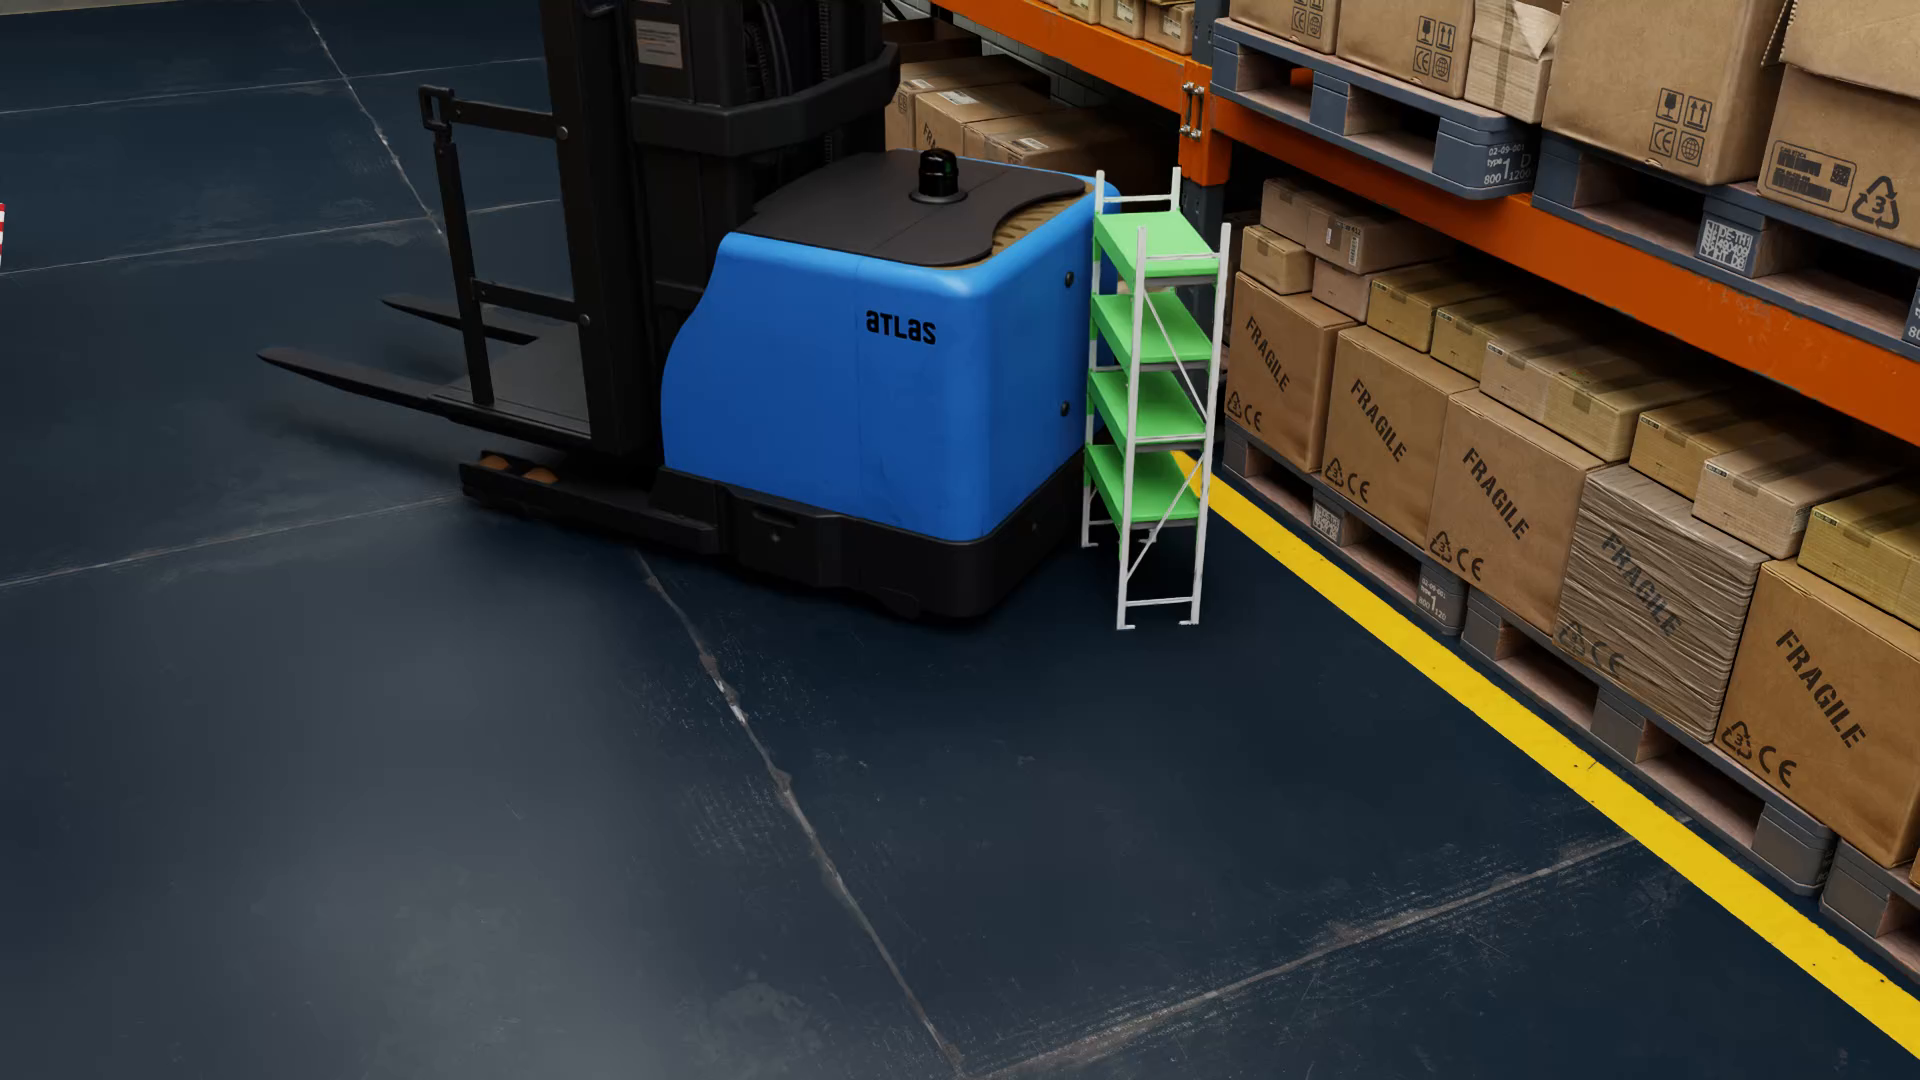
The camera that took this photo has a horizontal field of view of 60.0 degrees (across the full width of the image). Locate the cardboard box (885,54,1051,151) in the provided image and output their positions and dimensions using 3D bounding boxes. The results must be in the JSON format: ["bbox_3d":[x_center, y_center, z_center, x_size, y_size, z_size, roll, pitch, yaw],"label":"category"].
[{"bbox_3d":[-0.004,-1.931,7.754,0.700,0.500,0.500,-12,31,-20],"label":"cardboard box"}]

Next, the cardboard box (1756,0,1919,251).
[{"bbox_3d":[2.054,-0.891,3.237,0.797,0.503,0.637,-14,32,-23],"label":"cardboard box"}]

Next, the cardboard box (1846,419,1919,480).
[{"bbox_3d":[2.376,-0.212,4.024,0.380,0.149,0.250,-13,32,-22],"label":"cardboard box"}]

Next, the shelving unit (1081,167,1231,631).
[{"bbox_3d":[0.535,-0.393,4.723,0.258,1.200,0.503,-4,30,-7],"label":"shelving unit"}]

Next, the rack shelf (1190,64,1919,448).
[{"bbox_3d":[2.063,-0.550,3.900,1.077,0.370,4.000,-13,32,-22],"label":"rack shelf"}]

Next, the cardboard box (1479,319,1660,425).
[{"bbox_3d":[1.631,-0.455,4.458,0.380,0.149,0.250,-13,32,-22],"label":"cardboard box"}]

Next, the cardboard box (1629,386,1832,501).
[{"bbox_3d":[1.878,-0.232,4.060,0.380,0.149,0.250,-13,32,-22],"label":"cardboard box"}]

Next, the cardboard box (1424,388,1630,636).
[{"bbox_3d":[1.657,-0.125,4.532,0.500,0.500,0.500,-14,32,-23],"label":"cardboard box"}]

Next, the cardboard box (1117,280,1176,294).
[{"bbox_3d":[0.700,-0.871,6.223,0.380,0.149,0.250,-14,32,-23],"label":"cardboard box"}]

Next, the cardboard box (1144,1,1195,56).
[{"bbox_3d":[0.840,-1.726,5.517,0.380,0.149,0.250,-13,32,-21],"label":"cardboard box"}]

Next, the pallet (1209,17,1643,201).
[{"bbox_3d":[1.449,-1.288,4.676,1.003,0.211,1.213,-13,32,-22],"label":"pallet"}]

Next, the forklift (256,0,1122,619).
[{"bbox_3d":[-1.046,-1.552,5.020,3.031,2.935,1.130,15,32,24],"label":"forklift"}]

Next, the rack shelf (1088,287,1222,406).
[{"bbox_3d":[0.535,-0.546,4.637,0.258,0.148,0.480,-4,30,-7],"label":"rack shelf"}]

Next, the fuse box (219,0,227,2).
[{"bbox_3d":[-5.476,-4.771,12.009,0.539,1.711,0.414,-13,32,-22],"label":"fuse box"}]

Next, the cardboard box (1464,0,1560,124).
[{"bbox_3d":[1.454,-1.178,3.991,0.396,0.266,0.258,-12,31,-20],"label":"cardboard box"}]

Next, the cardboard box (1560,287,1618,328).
[{"bbox_3d":[1.987,-0.693,4.882,0.380,0.149,0.250,-15,32,-24],"label":"cardboard box"}]

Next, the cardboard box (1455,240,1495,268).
[{"bbox_3d":[1.741,-0.906,5.262,0.380,0.149,0.250,-13,32,-22],"label":"cardboard box"}]

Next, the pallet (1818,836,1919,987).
[{"bbox_3d":[2.635,0.898,3.432,1.003,0.211,1.213,-13,32,-22],"label":"pallet"}]

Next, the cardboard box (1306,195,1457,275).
[{"bbox_3d":[1.273,-0.934,5.007,0.380,0.149,0.250,-15,32,-24],"label":"cardboard box"}]

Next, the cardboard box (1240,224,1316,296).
[{"bbox_3d":[1.118,-0.909,5.267,0.380,0.149,0.250,-12,31,-20],"label":"cardboard box"}]

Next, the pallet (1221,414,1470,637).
[{"bbox_3d":[1.588,-0.180,5.355,1.003,0.211,1.213,-13,32,-22],"label":"pallet"}]

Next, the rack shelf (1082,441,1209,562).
[{"bbox_3d":[0.535,-0.128,4.872,0.258,0.148,0.480,-4,30,-7],"label":"rack shelf"}]

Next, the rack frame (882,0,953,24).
[{"bbox_3d":[-0.513,-3.514,8.450,1.000,3.000,0.127,-13,32,-22],"label":"rack frame"}]

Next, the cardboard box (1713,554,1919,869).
[{"bbox_3d":[2.114,0.331,3.719,0.500,0.500,0.500,-12,31,-20],"label":"cardboard box"}]

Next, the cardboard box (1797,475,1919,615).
[{"bbox_3d":[2.083,0.003,3.641,0.380,0.149,0.250,-14,32,-23],"label":"cardboard box"}]

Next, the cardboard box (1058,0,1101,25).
[{"bbox_3d":[0.575,-1.946,5.910,0.380,0.149,0.250,-12,32,-21],"label":"cardboard box"}]

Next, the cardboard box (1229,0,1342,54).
[{"bbox_3d":[1.210,-1.713,4.707,0.700,0.500,0.500,-12,32,-21],"label":"cardboard box"}]

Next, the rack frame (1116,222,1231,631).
[{"bbox_3d":[0.570,-0.275,4.513,0.240,1.200,0.015,-4,30,-7],"label":"rack frame"}]

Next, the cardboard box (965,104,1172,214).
[{"bbox_3d":[0.442,-1.473,6.936,0.700,0.500,0.500,-14,32,-24],"label":"cardboard box"}]

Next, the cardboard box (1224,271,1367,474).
[{"bbox_3d":[1.209,-0.579,5.343,0.500,0.500,0.500,-12,31,-20],"label":"cardboard box"}]

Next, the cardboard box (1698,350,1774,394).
[{"bbox_3d":[2.217,-0.458,4.464,0.380,0.149,0.250,-13,32,-21],"label":"cardboard box"}]

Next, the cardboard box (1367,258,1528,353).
[{"bbox_3d":[1.428,-0.692,4.880,0.380,0.149,0.250,-15,33,-25],"label":"cardboard box"}]
